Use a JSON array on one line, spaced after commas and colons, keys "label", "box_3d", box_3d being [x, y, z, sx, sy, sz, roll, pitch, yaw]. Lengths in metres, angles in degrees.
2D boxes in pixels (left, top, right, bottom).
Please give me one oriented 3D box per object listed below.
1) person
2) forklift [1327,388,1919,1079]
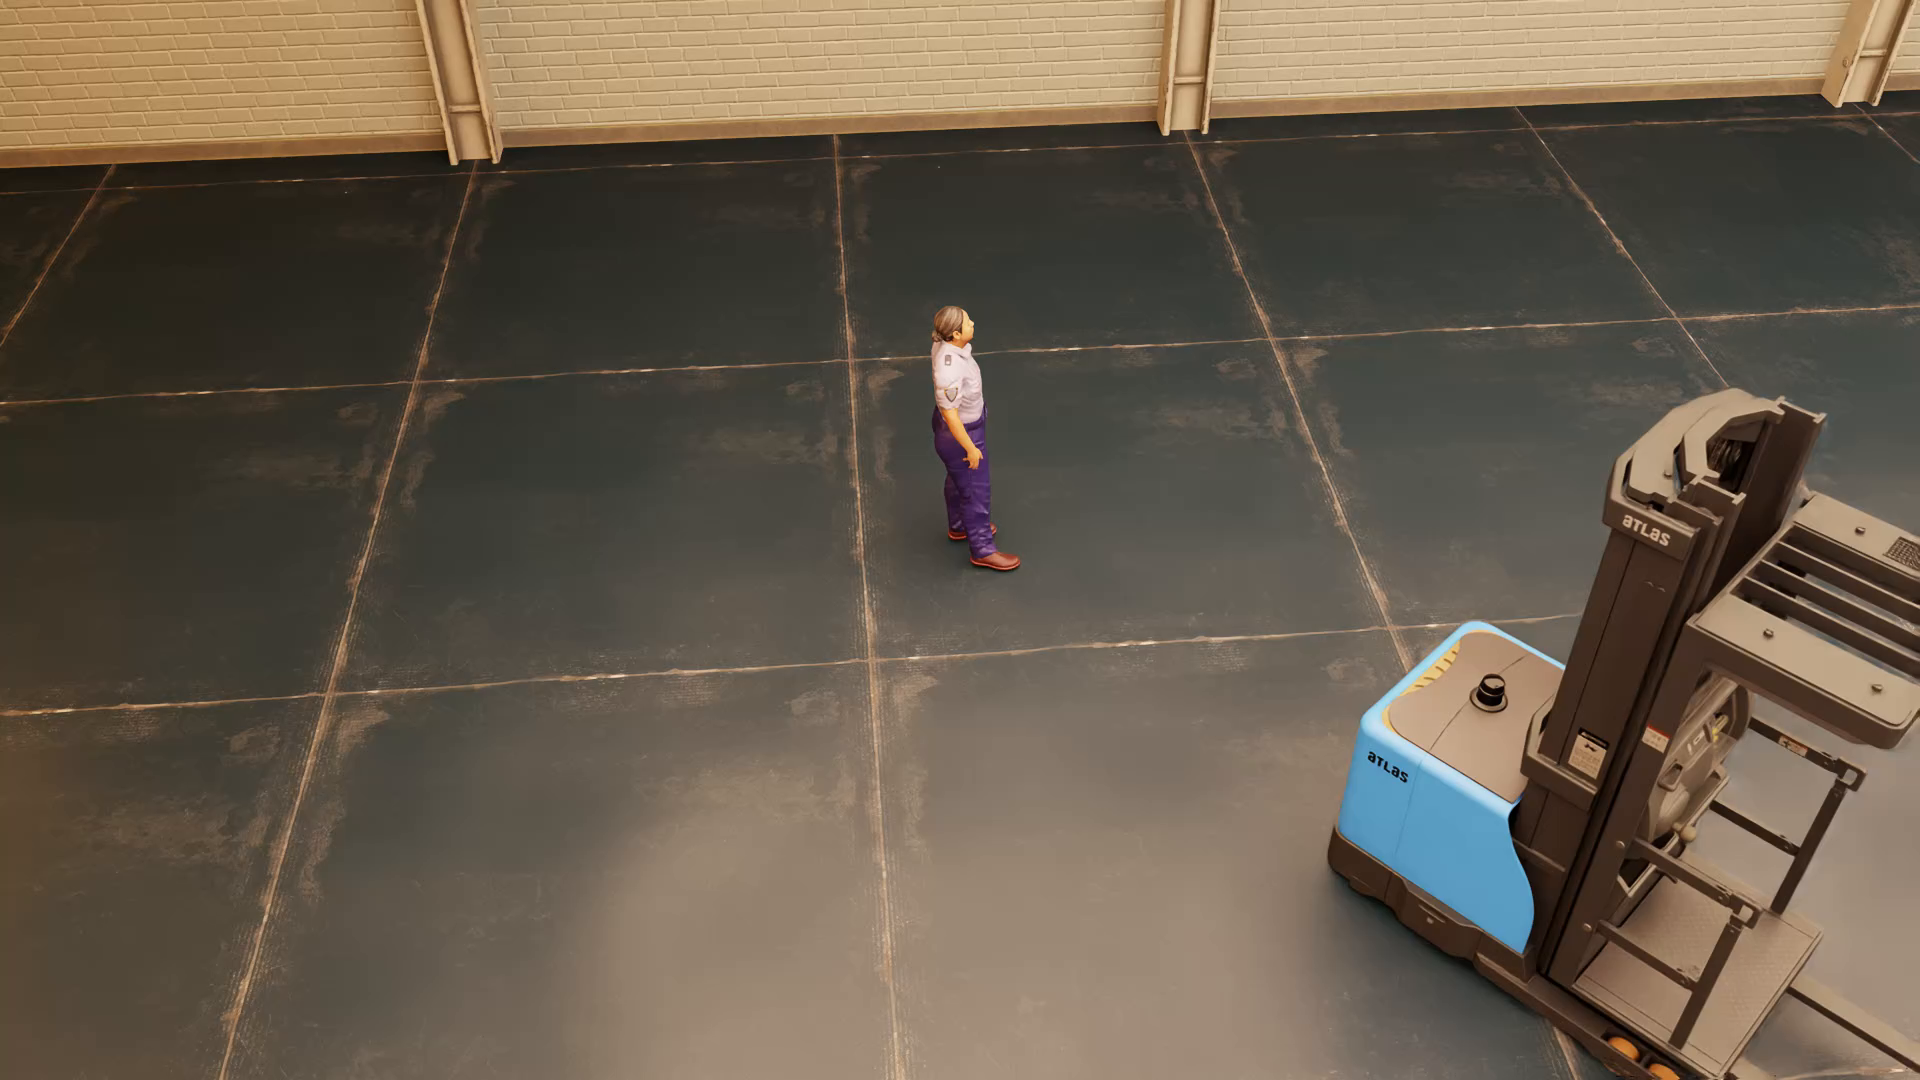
[{"label": "person", "box_3d": [0.091, -0.623, 9.641, 0.503, 1.651, 0.598, -3, 41, -4]}, {"label": "forklift", "box_3d": [3.222, 0.968, 6.805, 3.031, 2.935, 1.130, 33, 50, 32]}]
